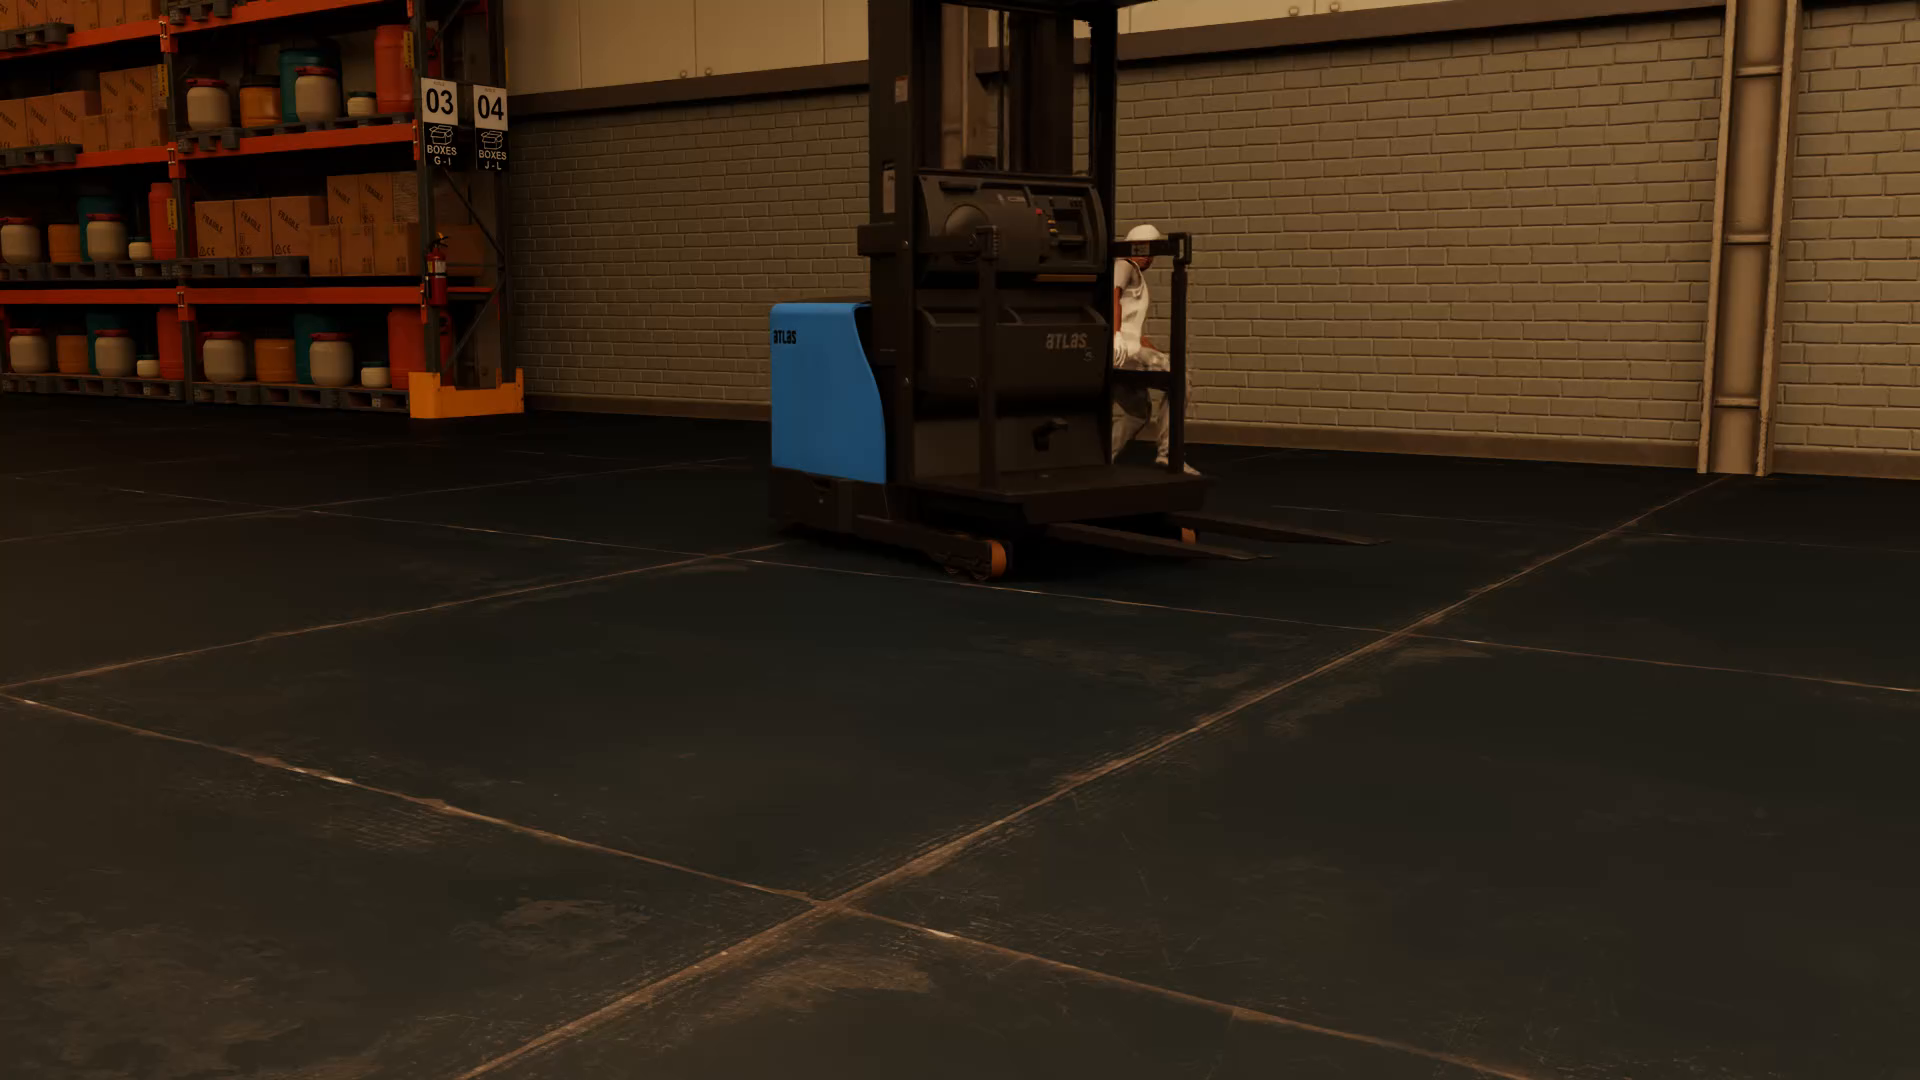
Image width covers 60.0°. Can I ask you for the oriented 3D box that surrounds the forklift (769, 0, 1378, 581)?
[{"bbox_3d":[0.355,-1.367,6.808,1.130,2.935,3.031,-6,10,-35],"label":"forklift"}]

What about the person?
[{"bbox_3d":[1.098,-1.101,9.936,0.781,1.557,0.802,-2,8,-15],"label":"person"}]
